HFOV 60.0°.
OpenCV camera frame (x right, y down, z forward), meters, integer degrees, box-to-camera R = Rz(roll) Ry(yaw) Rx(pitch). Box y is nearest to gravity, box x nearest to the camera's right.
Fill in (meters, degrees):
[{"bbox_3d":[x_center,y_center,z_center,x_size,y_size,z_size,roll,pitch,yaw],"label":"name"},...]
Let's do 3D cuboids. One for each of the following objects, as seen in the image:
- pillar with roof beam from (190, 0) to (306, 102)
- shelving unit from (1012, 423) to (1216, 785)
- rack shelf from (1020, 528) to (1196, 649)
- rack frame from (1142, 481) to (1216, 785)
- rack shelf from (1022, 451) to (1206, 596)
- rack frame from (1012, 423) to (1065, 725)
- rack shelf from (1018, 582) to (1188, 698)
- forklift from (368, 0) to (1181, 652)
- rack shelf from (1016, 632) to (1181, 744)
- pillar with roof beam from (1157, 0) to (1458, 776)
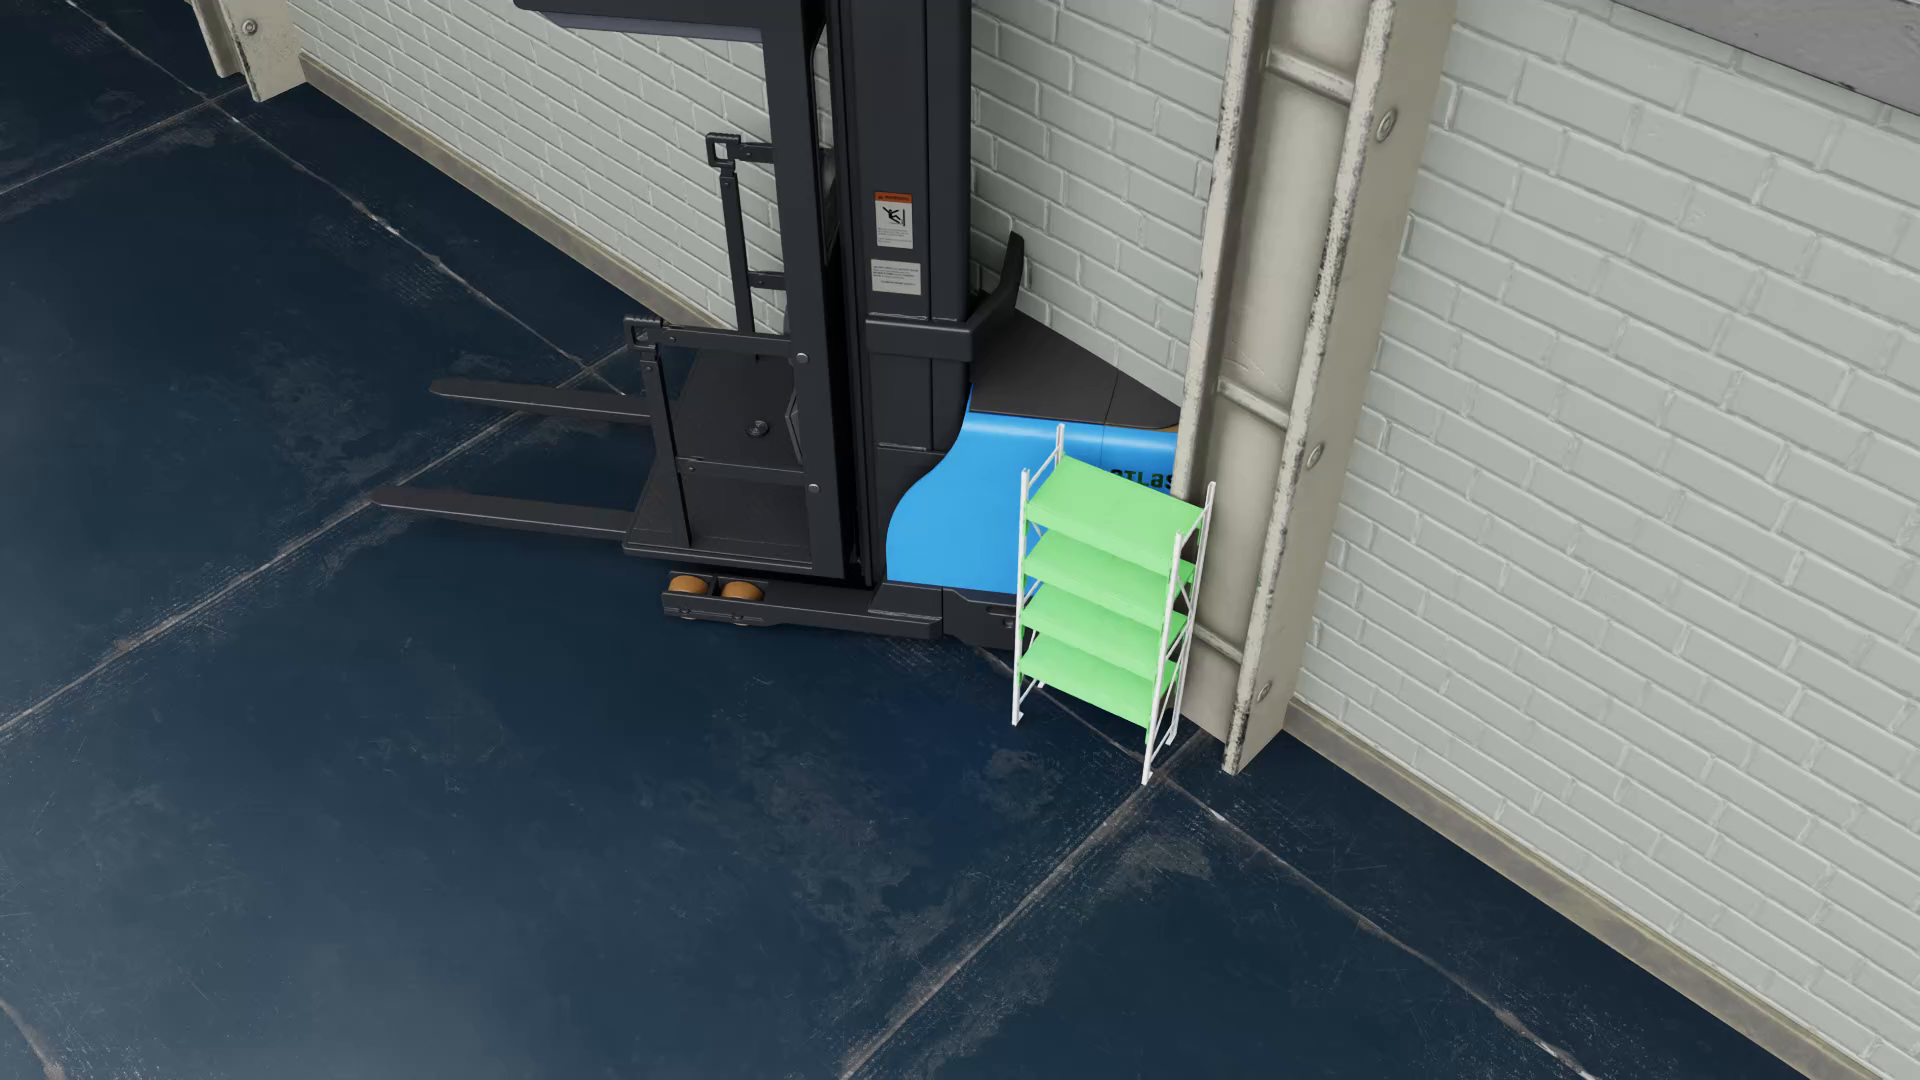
[{"bbox_3d":[-6.461,-3.136,3.022,0.400,9.000,9.100,34,55,28],"label":"pillar with roof beam"},{"bbox_3d":[0.455,0.232,5.210,0.503,1.200,0.258,23,51,20],"label":"shelving unit"},{"bbox_3d":[0.455,0.111,5.081,0.480,0.148,0.258,23,51,20],"label":"rack shelf"},{"bbox_3d":[0.666,0.321,5.126,0.015,1.200,0.240,23,51,20],"label":"rack frame"},{"bbox_3d":[0.455,-0.053,4.906,0.480,0.148,0.258,23,51,20],"label":"rack shelf"},{"bbox_3d":[0.244,0.142,5.293,0.015,1.200,0.240,23,51,20],"label":"rack frame"},{"bbox_3d":[0.455,0.275,5.256,0.480,0.148,0.258,23,51,20],"label":"rack shelf"},{"bbox_3d":[-0.621,-1.072,5.246,3.031,2.935,1.130,6,47,6],"label":"forklift"},{"bbox_3d":[0.455,0.440,5.431,0.480,0.148,0.258,23,51,20],"label":"rack shelf"},{"bbox_3d":[-2.052,-0.169,0.236,0.400,9.000,9.100,34,55,28],"label":"pillar with roof beam"}]
